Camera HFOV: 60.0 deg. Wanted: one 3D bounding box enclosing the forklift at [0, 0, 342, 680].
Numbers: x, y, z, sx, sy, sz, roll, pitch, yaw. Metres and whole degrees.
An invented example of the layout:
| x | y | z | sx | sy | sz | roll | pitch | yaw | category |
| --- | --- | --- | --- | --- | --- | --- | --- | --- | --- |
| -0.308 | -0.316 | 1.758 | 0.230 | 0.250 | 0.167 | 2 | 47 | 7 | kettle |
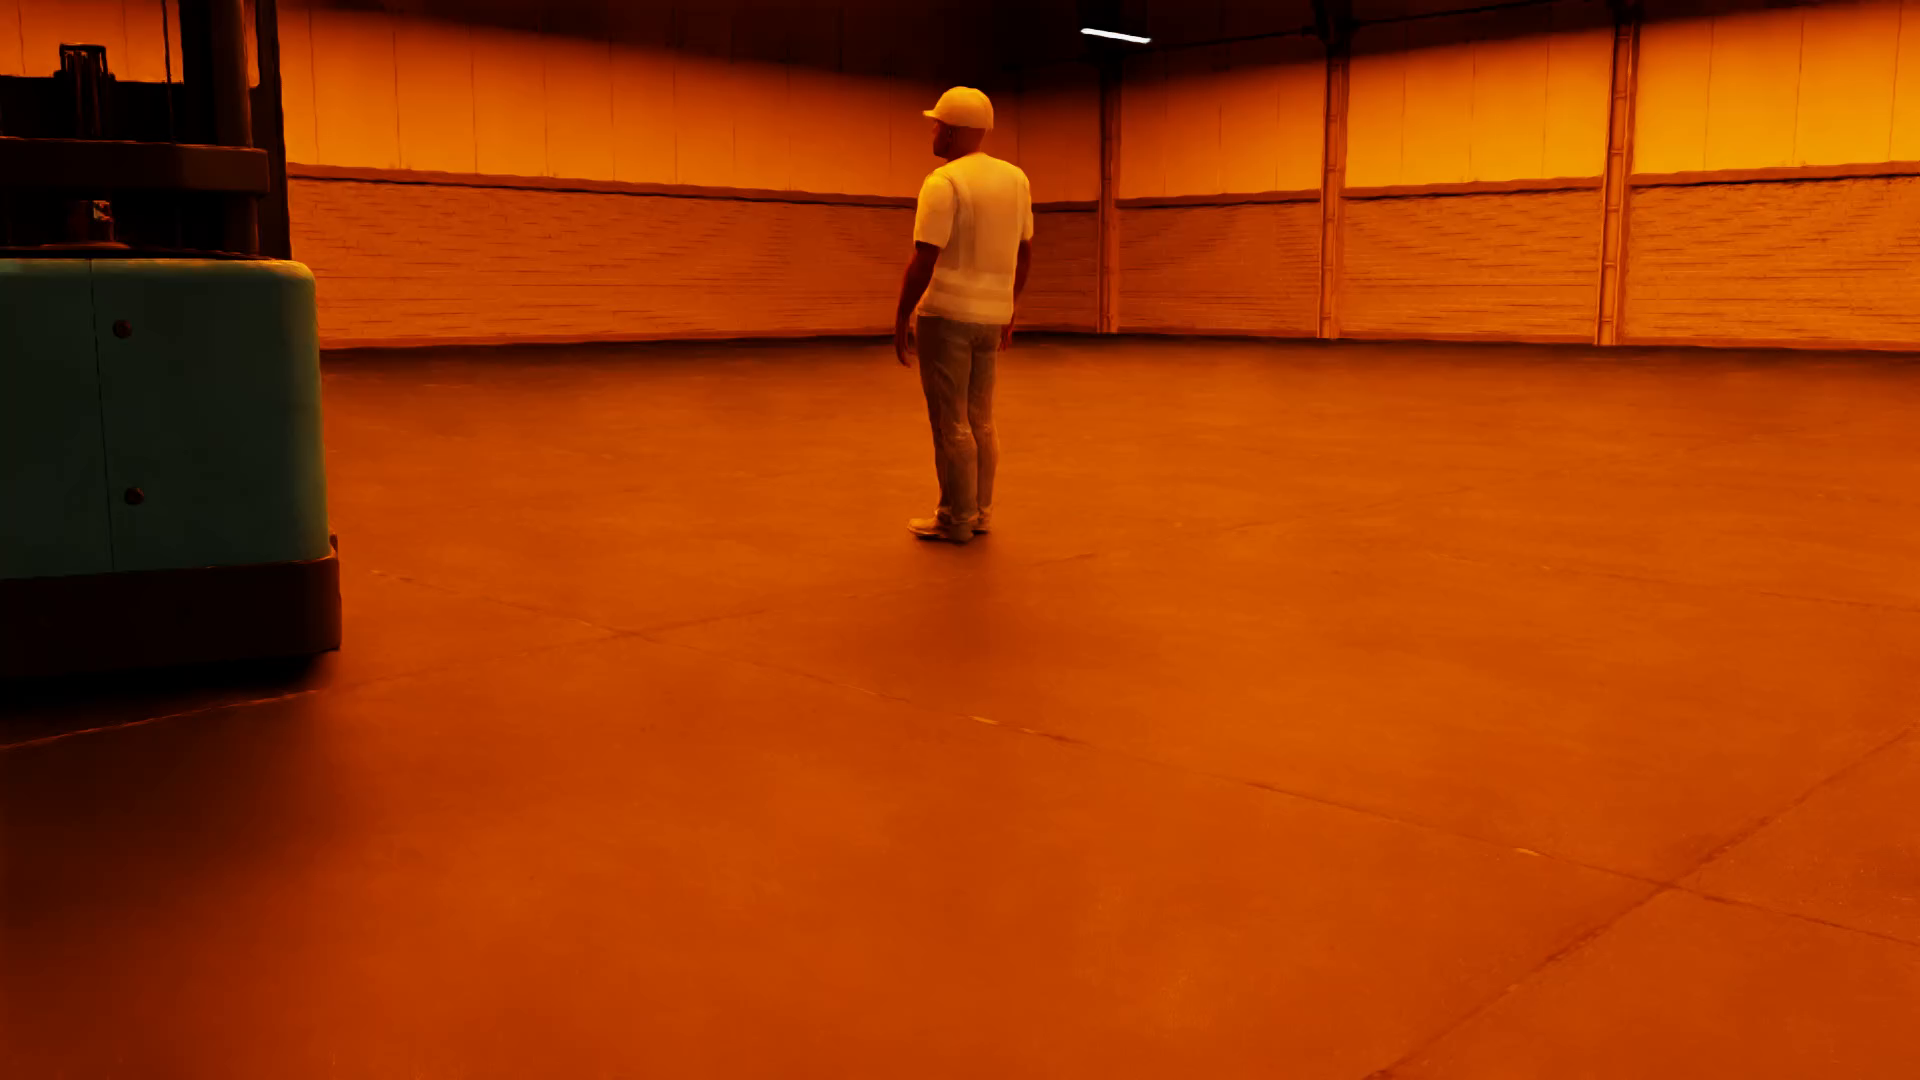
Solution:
| x | y | z | sx | sy | sz | roll | pitch | yaw | category |
| --- | --- | --- | --- | --- | --- | --- | --- | --- | --- |
| -2.738 | -1.261 | 5.248 | 1.130 | 2.935 | 3.031 | -4 | 10 | -26 | forklift |

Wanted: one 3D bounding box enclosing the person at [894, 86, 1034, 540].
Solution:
| x | y | z | sx | sy | sz | roll | pitch | yaw | category |
| --- | --- | --- | --- | --- | --- | --- | --- | --- | --- |
| -0.046 | -0.888 | 6.636 | 0.576 | 1.766 | 0.665 | 8 | 12 | 43 | person |
